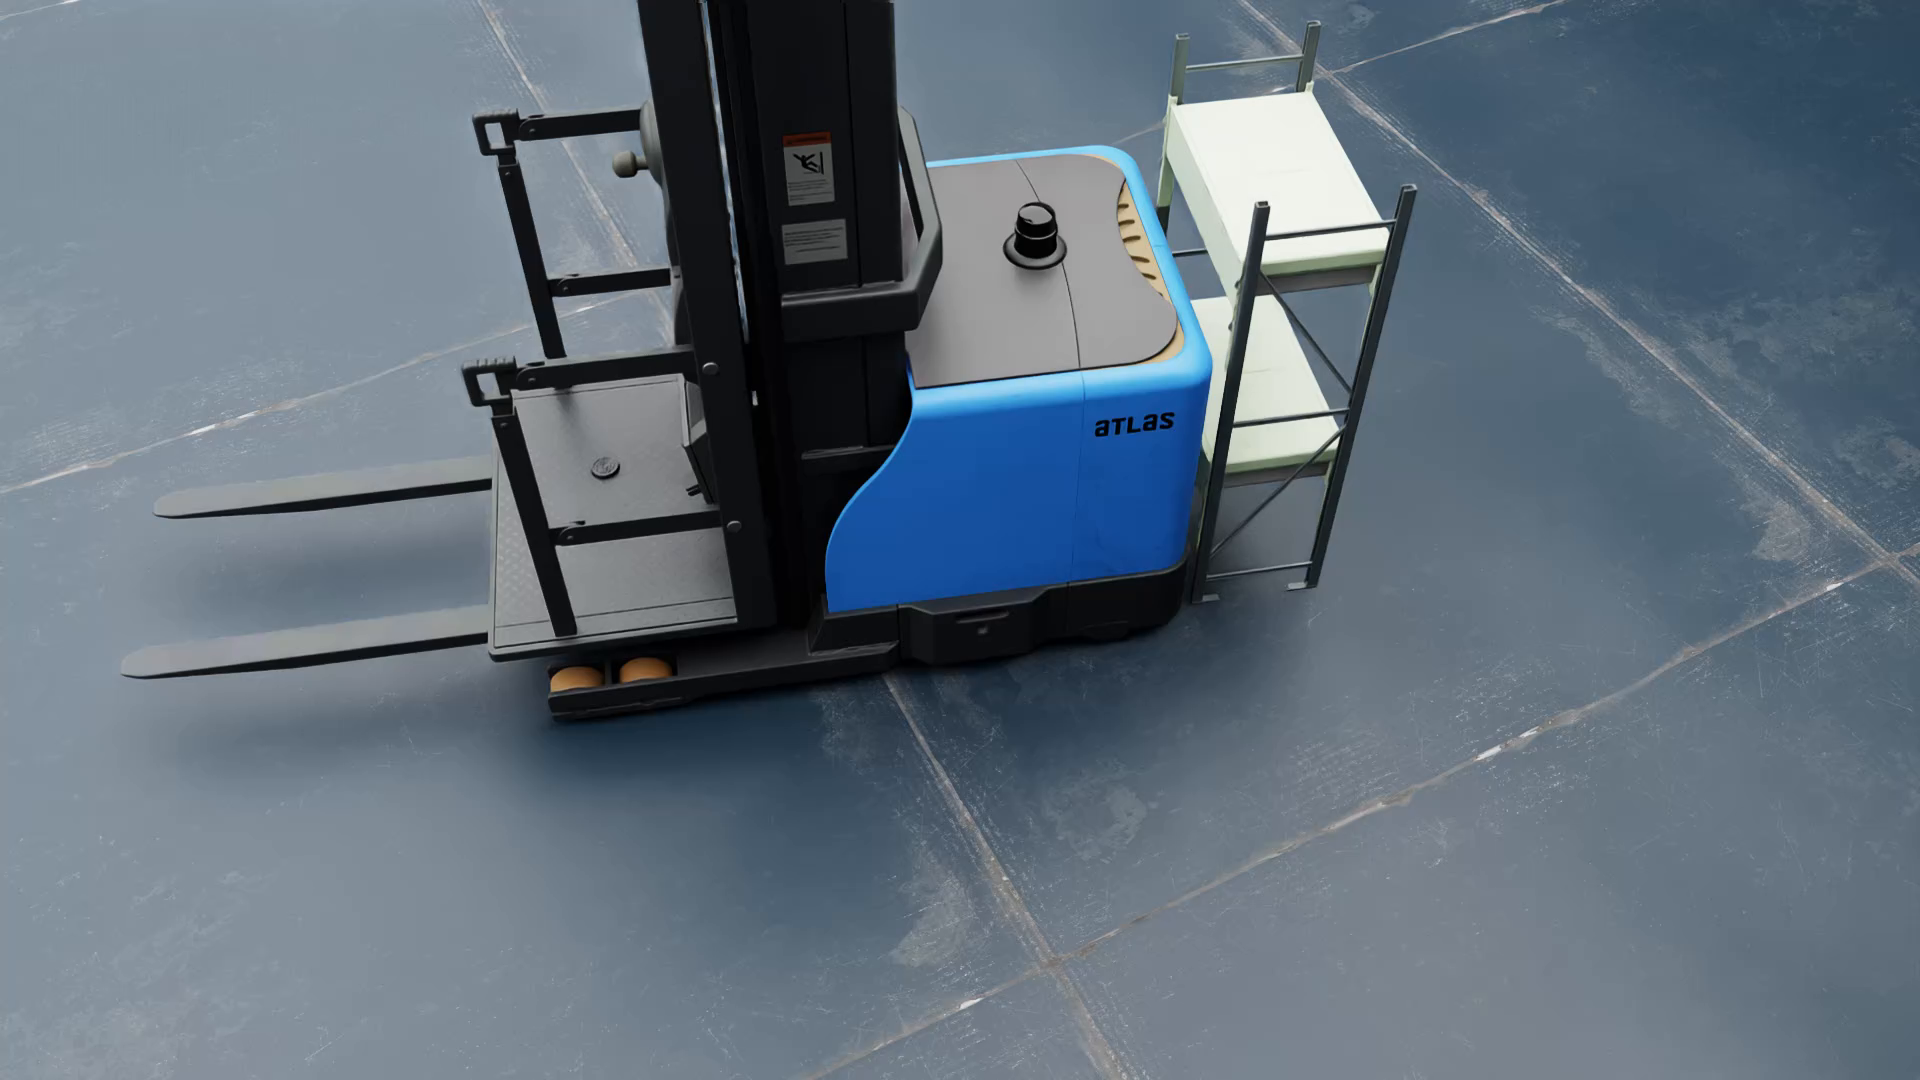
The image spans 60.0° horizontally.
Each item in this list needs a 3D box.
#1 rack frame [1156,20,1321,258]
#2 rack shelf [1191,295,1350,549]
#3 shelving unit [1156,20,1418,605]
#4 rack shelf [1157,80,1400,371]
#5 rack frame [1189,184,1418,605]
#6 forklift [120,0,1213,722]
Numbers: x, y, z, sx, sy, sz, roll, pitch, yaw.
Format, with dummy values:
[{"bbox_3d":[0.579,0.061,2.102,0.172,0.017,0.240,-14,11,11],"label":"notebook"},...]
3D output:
[{"bbox_3d":[0.773,-0.873,5.017,0.400,1.500,0.023,-8,49,-7],"label":"rack frame"},{"bbox_3d":[0.837,-0.387,5.025,0.431,0.370,0.720,-8,49,-7],"label":"rack shelf"},{"bbox_3d":[0.837,-0.602,4.780,0.431,1.500,0.755,-8,49,-7],"label":"shelving unit"},{"bbox_3d":[0.837,-0.859,4.486,0.431,0.370,0.720,-8,49,-7],"label":"rack shelf"},{"bbox_3d":[0.901,-0.330,4.543,0.400,1.500,0.023,-8,49,-7],"label":"rack frame"},{"bbox_3d":[-0.899,-0.879,4.071,3.031,2.935,1.130,-7,49,-6],"label":"forklift"}]
